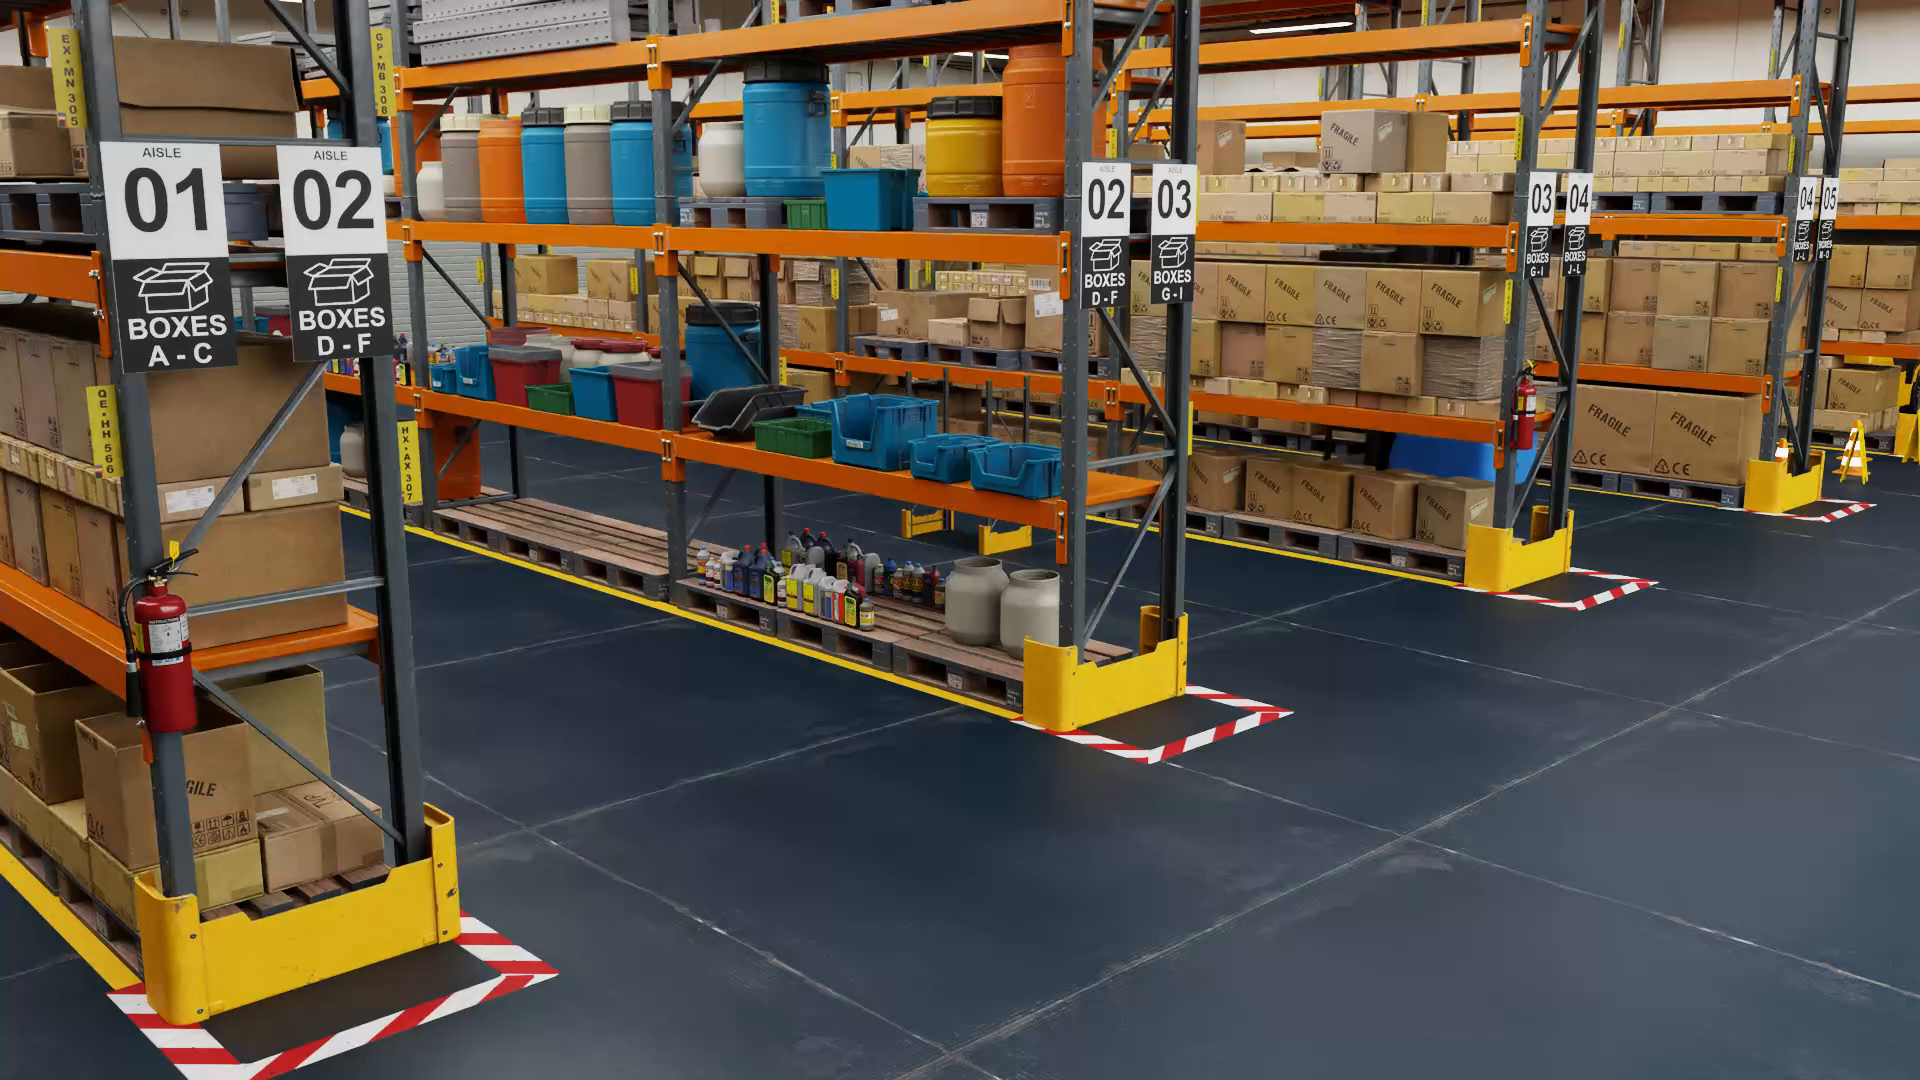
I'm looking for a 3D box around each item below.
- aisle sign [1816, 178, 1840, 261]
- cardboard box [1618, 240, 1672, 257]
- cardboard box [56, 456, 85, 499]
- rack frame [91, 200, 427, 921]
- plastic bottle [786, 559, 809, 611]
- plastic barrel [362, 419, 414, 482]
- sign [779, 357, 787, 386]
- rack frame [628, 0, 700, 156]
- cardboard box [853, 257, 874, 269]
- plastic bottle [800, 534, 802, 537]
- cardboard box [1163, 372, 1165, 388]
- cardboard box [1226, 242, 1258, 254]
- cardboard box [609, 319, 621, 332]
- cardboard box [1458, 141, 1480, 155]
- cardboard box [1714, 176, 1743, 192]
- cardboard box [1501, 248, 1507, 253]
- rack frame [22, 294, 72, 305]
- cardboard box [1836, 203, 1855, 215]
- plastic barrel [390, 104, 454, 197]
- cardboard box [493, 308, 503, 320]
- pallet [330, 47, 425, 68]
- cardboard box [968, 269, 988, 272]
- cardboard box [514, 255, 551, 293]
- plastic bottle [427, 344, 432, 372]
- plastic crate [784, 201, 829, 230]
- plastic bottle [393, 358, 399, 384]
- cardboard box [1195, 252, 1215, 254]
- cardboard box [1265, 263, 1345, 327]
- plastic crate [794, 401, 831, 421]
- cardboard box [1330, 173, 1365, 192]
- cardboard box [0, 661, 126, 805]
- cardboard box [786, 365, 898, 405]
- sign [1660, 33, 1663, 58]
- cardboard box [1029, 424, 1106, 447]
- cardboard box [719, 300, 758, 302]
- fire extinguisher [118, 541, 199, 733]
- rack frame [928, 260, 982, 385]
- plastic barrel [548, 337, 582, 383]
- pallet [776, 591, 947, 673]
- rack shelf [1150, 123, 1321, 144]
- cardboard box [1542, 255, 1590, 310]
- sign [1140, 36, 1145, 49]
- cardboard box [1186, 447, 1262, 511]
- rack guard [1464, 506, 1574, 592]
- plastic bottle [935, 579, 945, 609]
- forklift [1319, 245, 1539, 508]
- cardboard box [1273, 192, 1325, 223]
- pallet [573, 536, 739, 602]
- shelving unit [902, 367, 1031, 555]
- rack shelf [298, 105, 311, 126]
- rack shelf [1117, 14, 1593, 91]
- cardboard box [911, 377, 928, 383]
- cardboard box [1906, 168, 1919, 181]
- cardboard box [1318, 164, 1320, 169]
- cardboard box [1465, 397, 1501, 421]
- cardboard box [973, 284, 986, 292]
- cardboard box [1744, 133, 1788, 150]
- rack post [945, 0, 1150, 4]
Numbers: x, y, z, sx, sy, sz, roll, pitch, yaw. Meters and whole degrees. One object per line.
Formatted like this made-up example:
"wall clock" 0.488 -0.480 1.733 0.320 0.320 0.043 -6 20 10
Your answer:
"aisle sign" 8.477 -3.133 16.242 0.394 0.787 0.004 -11 16 -43
"cardboard box" 9.106 -3.706 22.005 0.700 0.500 0.500 -11 16 -43
"cardboard box" -3.546 -0.280 6.982 0.380 0.149 0.250 -11 16 -42
"rack frame" -2.613 0.228 6.371 1.000 3.000 0.127 -11 16 -43
"plastic bottle" -1.109 0.302 11.487 0.144 0.351 0.185 -11 16 -43
"plastic barrel" -5.683 -0.888 16.721 0.600 0.588 0.708 -11 16 -43
"sign" -1.385 -1.256 12.888 0.100 0.325 0.005 -11 16 -43
"rack frame" -3.733 -5.841 20.964 1.000 3.000 0.127 -11 16 -43
"cardboard box" -1.300 -4.446 25.596 0.500 0.500 0.500 -10 16 -41
"plastic bottle" -1.220 0.094 12.664 0.061 0.283 0.133 -10 15 -40
"cardboard box" 2.078 -1.468 15.227 0.380 0.149 0.250 -11 16 -43
"cardboard box" 4.608 -4.500 26.594 0.500 0.500 0.500 -11 16 -43
"cardboard box" -4.359 -2.817 21.771 0.380 0.149 0.250 -10 16 -41
"cardboard box" 5.631 -4.266 18.107 0.380 0.149 0.250 -11 16 -43
"cardboard box" 7.563 -3.467 16.207 0.380 0.149 0.250 -11 16 -42
"cardboard box" 7.785 -4.006 23.289 0.250 0.149 0.380 11 16 43
"rack frame" -5.376 -0.356 9.204 1.000 3.000 0.127 -11 16 -43
"cardboard box" 10.791 -4.013 20.147 0.380 0.149 0.250 -11 16 -42
"plastic barrel" -4.943 -3.598 15.401 0.600 0.830 0.708 -11 16 -43
"cardboard box" -6.489 -3.266 23.953 0.380 0.149 0.250 -11 16 -42
"pallet" -5.029 -4.389 15.371 1.213 0.211 1.003 -11 16 -43
"cardboard box" 0.342 -3.922 24.623 0.380 0.149 0.250 -10 15 -40
"cardboard box" -6.014 -3.746 23.435 0.500 0.500 0.500 11 16 44
"plastic bottle" -5.317 -1.830 16.679 0.097 0.271 0.097 0 12 0
"plastic crate" -0.898 -2.143 10.969 0.336 0.188 0.450 -11 16 -43
"plastic bottle" -5.300 -1.605 15.559 0.061 0.283 0.133 -11 16 -43
"cardboard box" 2.989 -3.468 21.583 0.700 0.500 0.500 -11 16 -43
"cardboard box" 2.963 -2.102 14.216 0.500 0.500 0.500 -11 16 -43
"plastic crate" -0.830 -0.849 11.967 0.499 0.251 0.616 -11 16 -43
"cardboard box" 3.243 -2.931 13.653 0.250 0.149 0.380 11 16 42
"cardboard box" -3.900 0.821 7.407 0.500 0.500 0.500 -11 16 -43
"cardboard box" -1.432 -1.588 19.410 0.875 0.875 1.225 11 16 43
"sign" 9.364 -6.624 22.251 0.100 0.325 0.005 -11 16 -43
"cardboard box" 1.067 -0.892 16.910 0.700 0.500 0.500 -11 16 -43
"cardboard box" -2.543 -2.629 19.991 0.500 0.500 0.500 -10 16 -41
"fire extinguisher" -2.868 0.348 5.981 0.296 0.674 0.183 -11 16 -43
"rack frame" -0.076 -3.580 24.852 1.000 3.000 0.127 -11 16 -43
"plastic barrel" -3.397 -1.502 14.491 0.421 0.512 0.421 0 12 0
"pallet" -0.510 0.602 11.465 1.003 0.211 1.213 -11 16 -43
"rack shelf" 4.815 -6.382 26.363 1.077 0.370 4.000 -11 16 -43
"cardboard box" 6.416 -2.794 17.990 0.875 0.550 0.550 -11 16 -43
"sign" 2.301 -6.353 20.937 0.100 0.325 0.005 -11 16 -43
"cardboard box" 2.440 -0.570 15.401 0.500 0.500 0.500 -5 13 -25
"rack guard" 4.501 0.061 13.374 1.175 0.500 0.348 -11 16 -43
"plastic bottle" -0.127 0.370 11.525 0.097 0.201 0.097 0 12 0
"forklift" 4.260 -1.874 16.745 1.130 2.935 3.031 -11 16 -42
"cardboard box" 2.991 -2.804 14.024 0.500 0.250 0.500 -11 16 -44
"pallet" -2.361 0.211 13.363 1.003 0.211 1.213 -11 16 -43
"shelving unit" 0.053 -0.723 14.706 0.587 1.500 1.083 -11 16 -43
"rack shelf" -8.697 -4.895 19.143 1.077 0.370 4.000 -11 16 -43
"rack shelf" 3.173 -4.028 13.953 1.077 0.370 4.000 -11 16 -43
"cardboard box" -0.593 -2.399 25.145 0.380 0.149 0.250 -11 16 -42
"cardboard box" 11.274 -4.278 19.453 0.380 0.149 0.250 -11 16 -42
"cardboard box" 5.827 -5.460 25.248 0.637 0.503 0.797 11 16 42
"cardboard box" 4.208 -1.042 13.156 0.380 0.149 0.250 -11 16 -43
"cardboard box" 0.402 -3.573 23.666 0.250 0.149 0.380 11 16 43
"cardboard box" 7.733 -3.821 15.950 0.380 0.149 0.250 -11 16 -42
"rack post" 0.542 -3.283 9.785 0.937 0.300 0.954 -9 15 -37
